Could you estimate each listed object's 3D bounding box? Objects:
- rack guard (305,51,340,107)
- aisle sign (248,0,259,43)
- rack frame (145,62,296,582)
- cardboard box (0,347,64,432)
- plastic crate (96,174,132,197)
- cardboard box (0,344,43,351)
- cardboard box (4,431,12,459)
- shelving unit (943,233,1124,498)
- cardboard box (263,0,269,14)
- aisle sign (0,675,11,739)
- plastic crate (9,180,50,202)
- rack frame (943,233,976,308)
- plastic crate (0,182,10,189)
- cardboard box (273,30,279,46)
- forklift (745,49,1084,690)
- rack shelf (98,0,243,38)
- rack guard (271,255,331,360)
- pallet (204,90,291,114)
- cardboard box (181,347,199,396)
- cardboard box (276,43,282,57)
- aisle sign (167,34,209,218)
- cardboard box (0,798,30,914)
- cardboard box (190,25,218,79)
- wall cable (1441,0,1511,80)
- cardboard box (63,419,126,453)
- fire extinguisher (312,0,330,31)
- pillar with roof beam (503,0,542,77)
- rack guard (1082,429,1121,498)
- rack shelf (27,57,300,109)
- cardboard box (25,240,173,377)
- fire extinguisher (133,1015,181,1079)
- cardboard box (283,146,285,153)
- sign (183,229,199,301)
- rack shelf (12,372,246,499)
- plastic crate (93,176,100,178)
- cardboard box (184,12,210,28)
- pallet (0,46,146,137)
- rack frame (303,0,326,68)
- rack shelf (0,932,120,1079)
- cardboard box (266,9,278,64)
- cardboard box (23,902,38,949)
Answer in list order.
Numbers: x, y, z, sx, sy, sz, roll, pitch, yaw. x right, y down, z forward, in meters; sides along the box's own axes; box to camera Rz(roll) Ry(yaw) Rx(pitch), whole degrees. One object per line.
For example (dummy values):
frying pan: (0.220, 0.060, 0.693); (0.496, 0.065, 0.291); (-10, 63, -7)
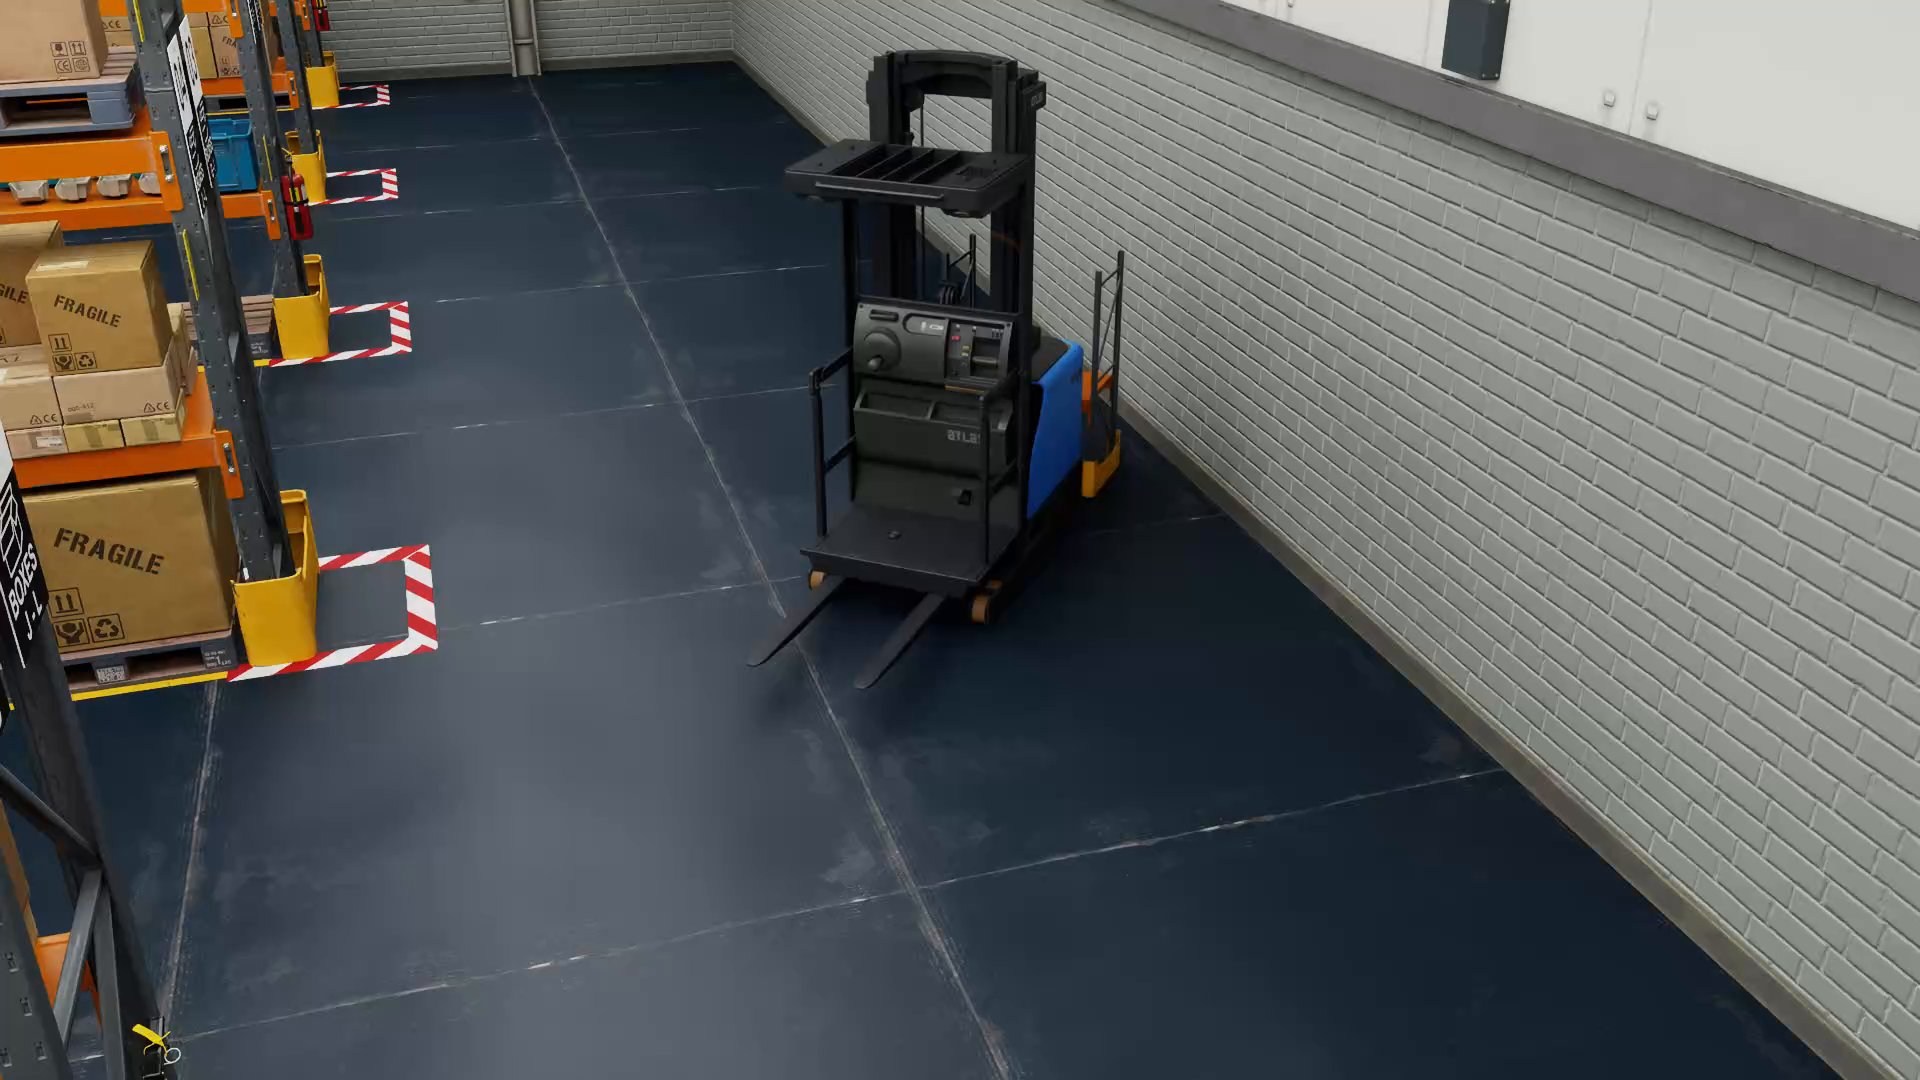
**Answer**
rack guard: (-8.413, -6.090, 21.954); (0.348, 0.500, 1.175); (-8, 28, -16)
aisle sign: (-5.209, -4.068, 12.147); (0.004, 0.787, 0.394); (-8, 28, -16)
rack frame: (-3.835, -0.923, 8.736); (0.127, 3.000, 1.000); (-8, 28, -16)
cardboard box: (-4.696, -0.741, 8.203); (0.500, 0.250, 0.500); (-9, 28, -17)
plastic crate: (-6.368, -2.703, 12.551); (0.243, 0.136, 0.396); (-8, 28, -16)
cardboard box: (-4.867, -0.963, 8.650); (0.500, 0.250, 0.500); (-9, 28, -17)
cardboard box: (-4.796, -0.518, 8.202); (0.250, 0.149, 0.380); (-8, 27, -15)
shelving unit: (0.477, -1.157, 10.895); (1.083, 1.500, 0.587); (10, 28, 20)
cardboard box: (-7.402, -5.655, 17.031); (0.500, 0.500, 0.500); (-7, 27, -15)
aisle sign: (-2.232, 0.140, 3.671); (0.004, 0.787, 0.394); (-8, 28, -16)
plastic crate: (-6.901, -2.606, 12.355); (0.250, 0.136, 0.298); (-8, 28, -16)
rack frame: (-0.002, -1.245, 11.072); (0.032, 1.500, 0.500); (10, 28, 20)
plastic crate: (-7.242, -2.852, 12.742); (0.300, 0.233, 0.416); (-8, 28, -16)
cardboard box: (-9.014, -6.528, 21.636); (0.250, 0.149, 0.380); (-8, 28, -16)
forklift: (-0.231, -1.053, 9.074); (1.130, 2.935, 3.031); (10, 28, 19)
rack shelf: (-7.270, -3.763, 11.893); (4.000, 0.370, 1.077); (-8, 28, -16)
rack guard: (-5.350, -1.907, 13.528); (0.348, 0.500, 1.175); (-8, 28, -16)
pallet: (-9.172, -5.814, 21.724); (1.213, 0.211, 1.003); (-8, 28, -16)
cardboard box: (-4.274, -0.901, 8.975); (0.250, 0.149, 0.380); (-8, 27, -16)
cardboard box: (-9.071, -6.136, 21.575); (0.500, 0.500, 0.700); (-8, 28, -16)
aisle sign: (-3.673, -1.971, 7.923); (0.004, 0.787, 0.394); (-8, 28, -16)
cardboard box: (-2.907, 0.955, 4.506); (0.500, 0.500, 0.500); (-7, 27, -14)
cardboard box: (-7.733, -4.907, 16.649); (0.500, 0.500, 0.500); (-8, 28, -16)
wall cable: (2.609, -4.373, 5.320); (0.120, 5.999, 2.277); (-8, 28, -16)
cardboard box: (-4.318, -0.586, 8.339); (0.250, 0.149, 0.380); (-8, 27, -16)
fire extinguisher: (-8.150, -6.830, 21.141); (0.183, 0.674, 0.296); (-8, 28, -16)
pillar with roof beam: (-4.804, -8.811, 17.877); (0.400, 9.000, 9.100); (-8, 28, -16)
rack guard: (0.937, -0.513, 11.002); (0.087, 0.250, 0.587); (10, 28, 20)
rack shelf: (-8.800, -4.515, 16.779); (4.000, 0.370, 1.077); (-8, 28, -16)
cardboard box: (-4.216, -1.147, 8.178); (0.500, 0.500, 0.500); (-8, 27, -15)
fire extinguisher: (-2.012, 1.550, 4.261); (0.183, 0.674, 0.296); (-8, 28, -16)
cardboard box: (-7.403, -4.120, 17.887); (0.250, 0.149, 0.380); (-8, 28, -16)
sign: (-3.680, -1.317, 7.960); (0.005, 0.325, 0.100); (-8, 28, -16)
rack shelf: (-5.736, -0.326, 8.341); (4.000, 0.370, 1.077); (-8, 28, -16)
plastic crate: (-6.681, -2.929, 13.005); (0.298, 0.136, 0.250); (-8, 28, -16)
cardboard box: (-7.717, -5.357, 16.431); (0.500, 0.500, 0.500); (-7, 27, -15)
pallet: (-4.537, -2.120, 7.874); (1.213, 0.211, 1.003); (-8, 28, -16)
rack frame: (-8.436, -7.206, 21.392); (0.127, 3.000, 1.000); (-8, 28, -16)
rack shelf: (-4.296, 1.786, 4.089); (4.000, 0.370, 1.077); (-8, 28, -16)
cardboard box: (-7.402, -5.207, 17.253); (0.500, 0.500, 0.500); (-8, 27, -15)
cardboard box: (-2.804, 1.206, 4.729); (0.250, 0.149, 0.380); (-8, 28, -17)
